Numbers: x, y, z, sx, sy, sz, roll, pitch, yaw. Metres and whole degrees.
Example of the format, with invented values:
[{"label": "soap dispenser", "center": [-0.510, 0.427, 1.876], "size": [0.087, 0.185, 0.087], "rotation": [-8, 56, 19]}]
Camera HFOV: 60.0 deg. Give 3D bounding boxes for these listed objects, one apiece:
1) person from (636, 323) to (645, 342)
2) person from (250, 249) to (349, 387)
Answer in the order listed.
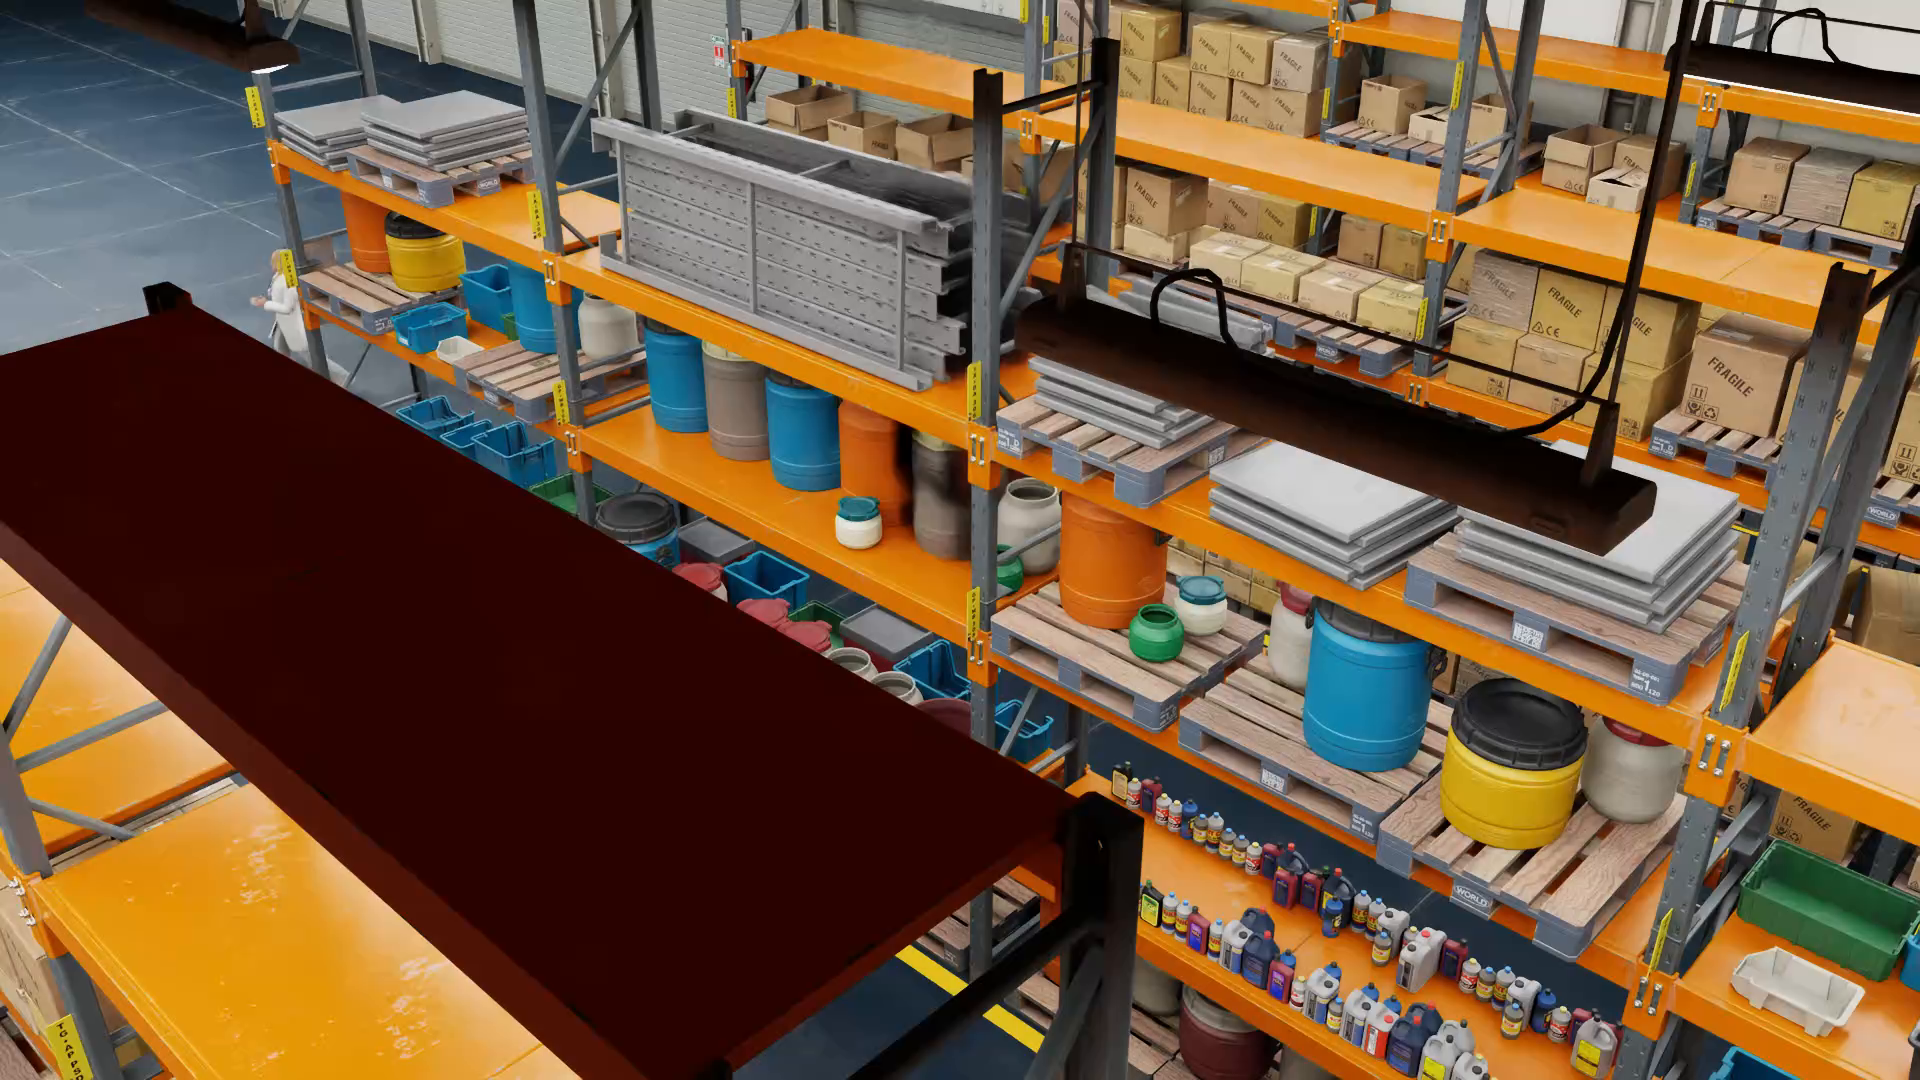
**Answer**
[{"label": "person", "center": [-3.949, -2.744, 19.524], "size": [1.008, 1.625, 0.614], "rotation": [-10, 31, -17]}, {"label": "person", "center": [-7.450, -2.385, 18.621], "size": [0.995, 1.807, 0.688], "rotation": [-16, 33, -26]}]
